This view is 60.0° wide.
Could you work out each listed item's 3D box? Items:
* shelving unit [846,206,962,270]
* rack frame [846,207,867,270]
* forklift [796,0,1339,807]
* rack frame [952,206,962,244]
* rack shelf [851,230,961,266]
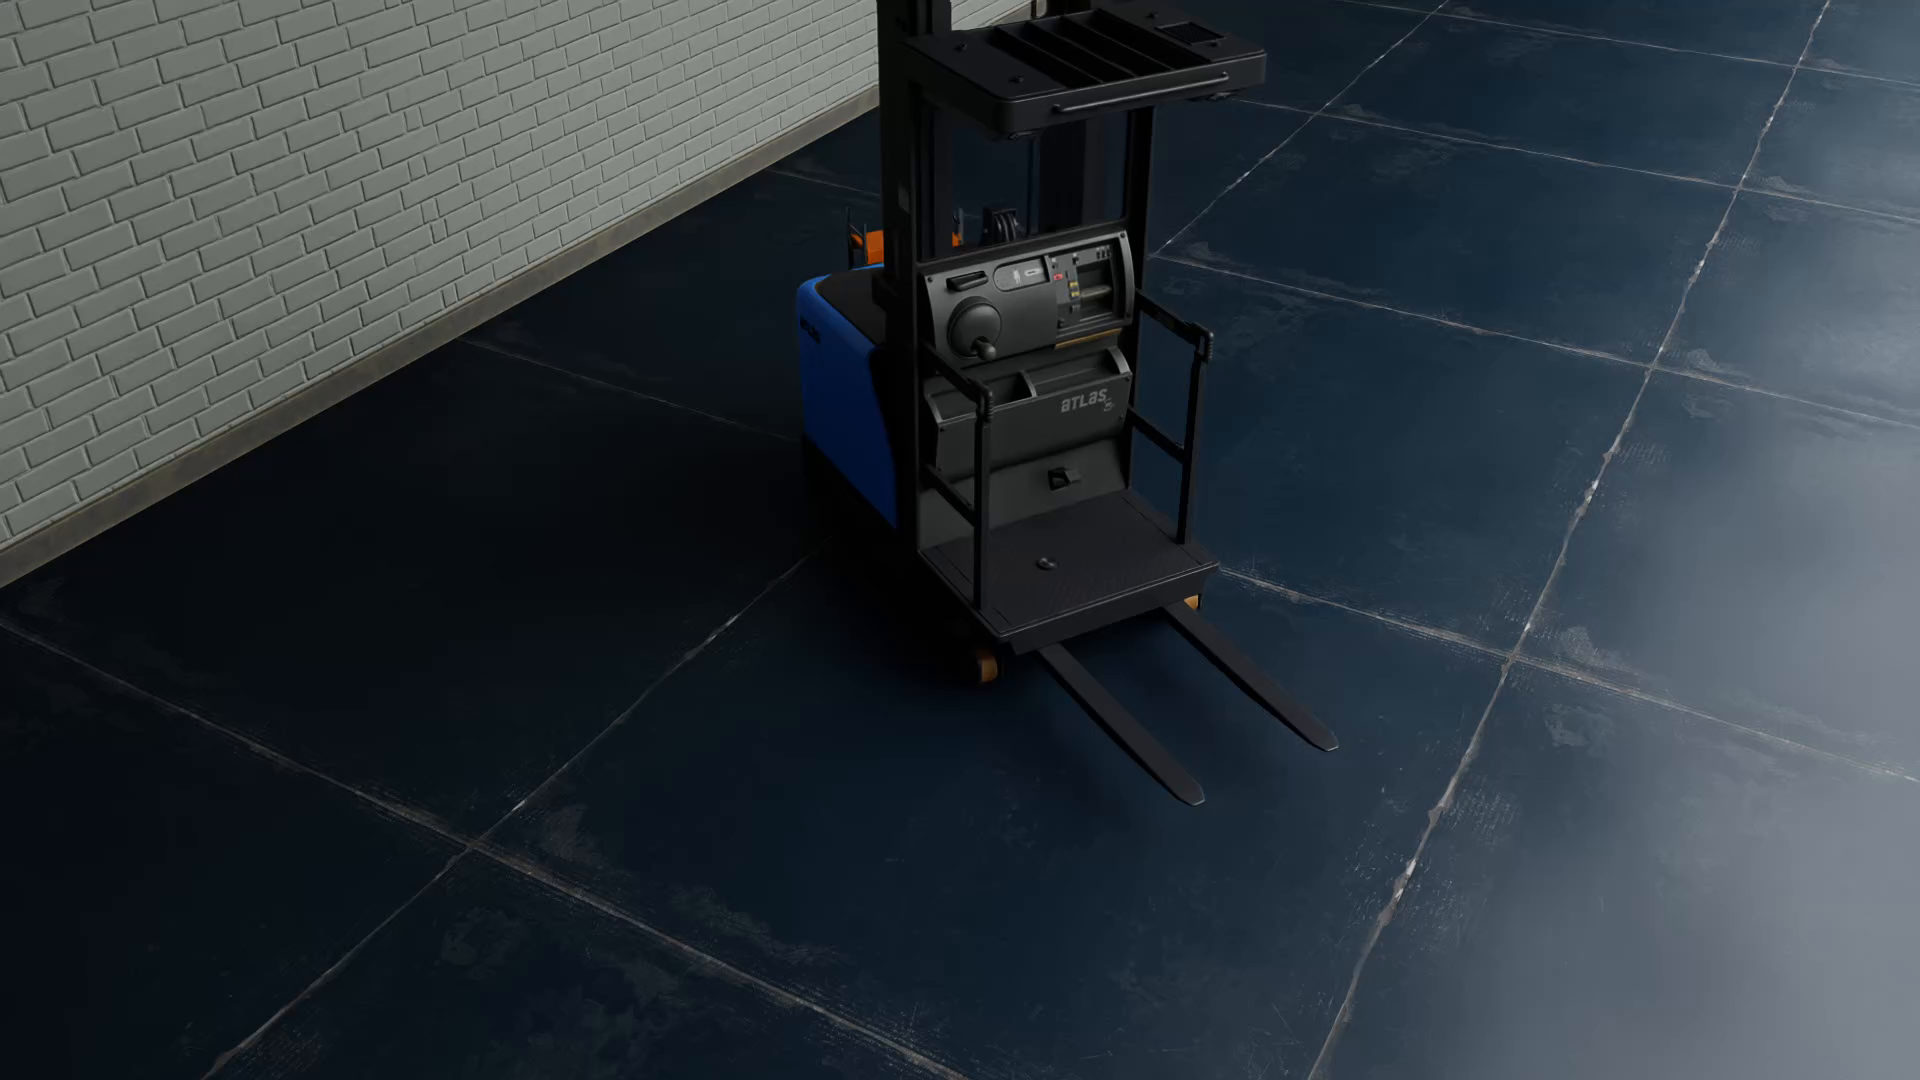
[{"bbox_3d":[-0.261,-1.076,8.247,0.503,1.200,0.258,-14,34,-19],"label":"shelving unit"},{"bbox_3d":[-0.484,-1.022,8.166,0.015,1.200,0.240,-14,34,-19],"label":"rack frame"},{"bbox_3d":[0.389,-0.915,6.451,1.130,2.935,3.031,-17,37,-24],"label":"forklift"},{"bbox_3d":[-0.037,-1.130,8.328,0.015,1.200,0.240,-14,34,-19],"label":"rack frame"},{"bbox_3d":[-0.266,-1.410,8.040,0.480,0.148,0.258,-14,34,-19],"label":"rack shelf"}]
